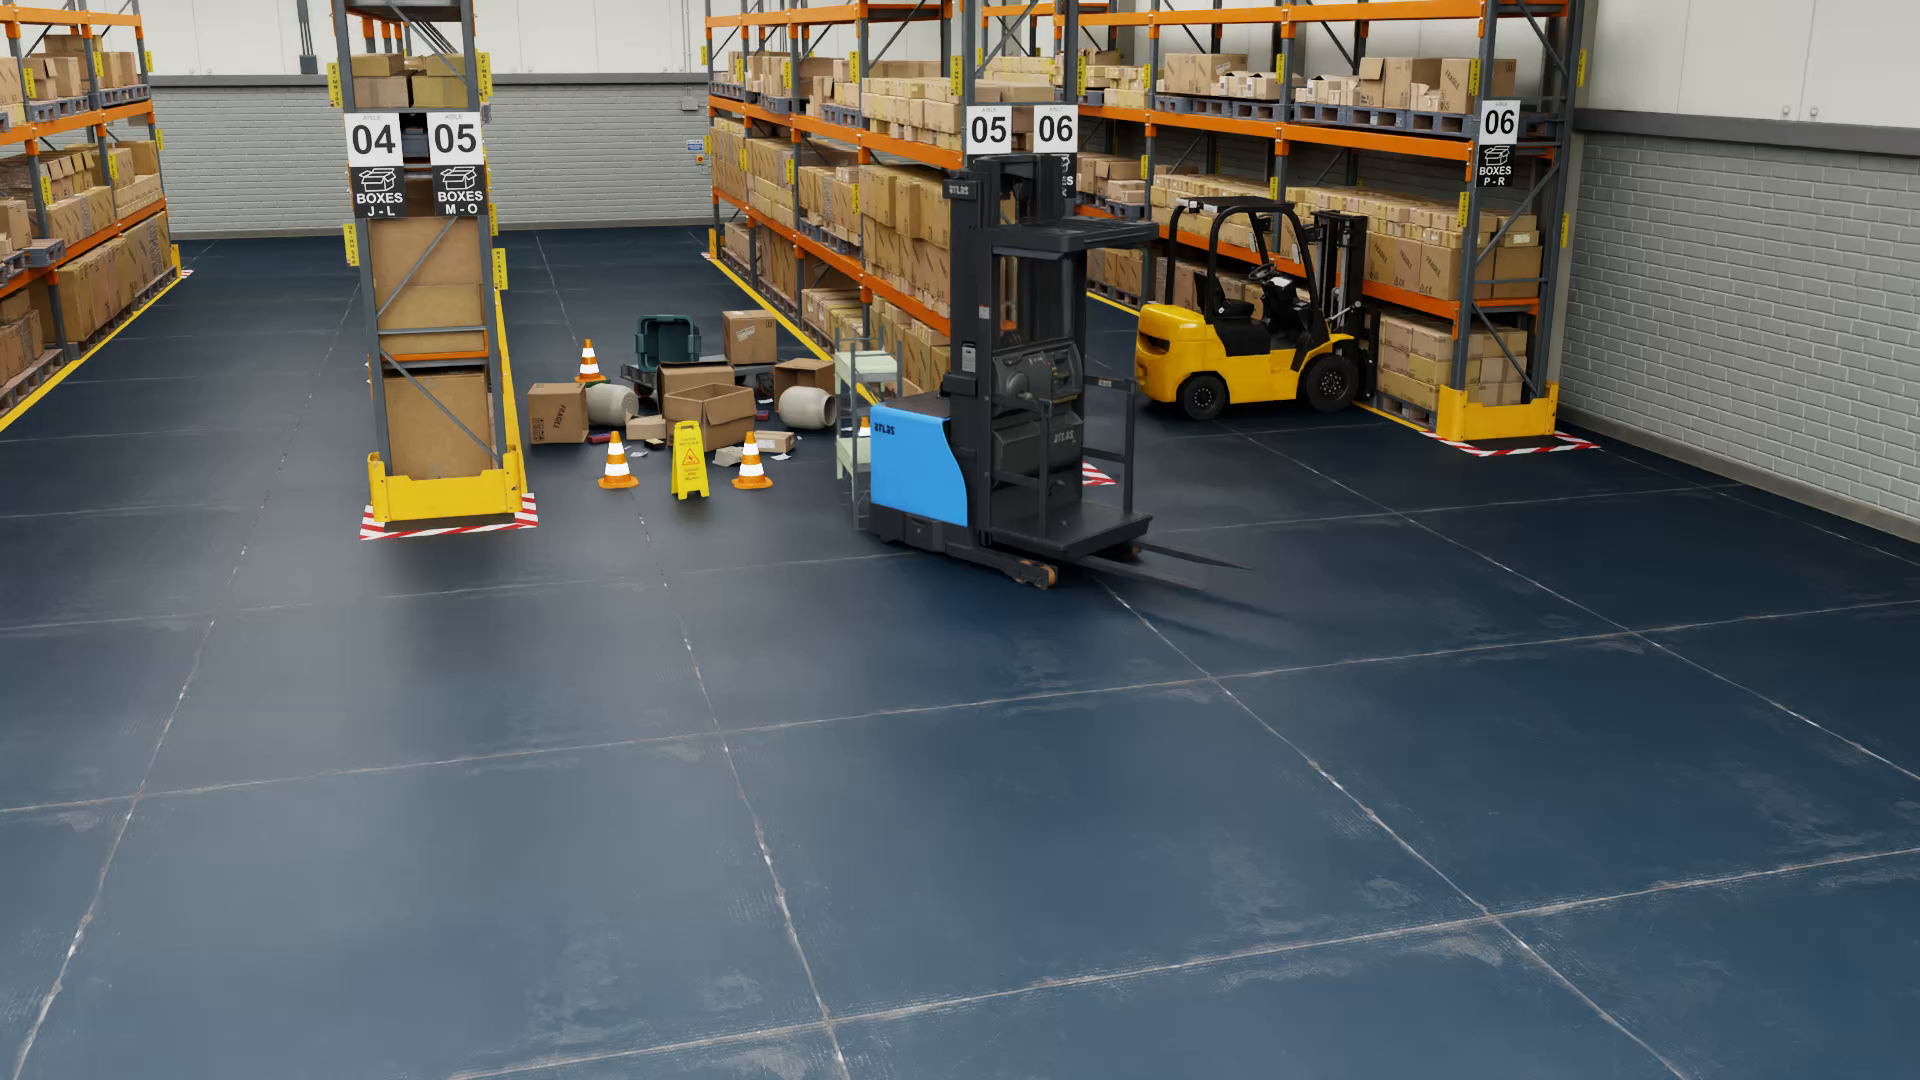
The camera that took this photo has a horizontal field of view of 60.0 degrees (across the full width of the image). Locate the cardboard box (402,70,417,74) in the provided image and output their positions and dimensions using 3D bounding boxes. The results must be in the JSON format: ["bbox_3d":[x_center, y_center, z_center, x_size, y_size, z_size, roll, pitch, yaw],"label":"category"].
[{"bbox_3d":[-5.317,-4.242,15.487,0.500,0.250,0.500,-5,17,-16],"label":"cardboard box"}]

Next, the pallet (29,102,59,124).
[{"bbox_3d":[-11.446,-5.045,19.649,1.213,0.211,1.003,-4,17,-13],"label":"pallet"}]

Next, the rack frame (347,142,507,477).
[{"bbox_3d":[-4.223,-1.677,13.320,1.000,3.000,0.127,-5,17,-15],"label":"rack frame"}]

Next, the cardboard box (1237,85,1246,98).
[{"bbox_3d":[3.587,-5.441,20.171,0.380,0.149,0.250,-5,17,-15],"label":"cardboard box"}]

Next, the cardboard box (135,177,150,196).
[{"bbox_3d":[-12.749,-5.415,25.507,0.500,0.250,0.500,-5,18,-17],"label":"cardboard box"}]

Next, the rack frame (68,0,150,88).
[{"bbox_3d":[-13.417,-8.611,25.978,1.000,3.000,0.127,-5,17,-15],"label":"rack frame"}]

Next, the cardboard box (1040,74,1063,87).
[{"bbox_3d":[1.609,-7.430,27.001,0.500,0.250,0.500,-5,17,-15],"label":"cardboard box"}]

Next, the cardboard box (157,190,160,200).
[{"bbox_3d":[-12.929,-5.474,26.397,0.380,0.149,0.250,-5,17,-15],"label":"cardboard box"}]

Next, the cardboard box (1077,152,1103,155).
[{"bbox_3d":[1.900,-5.906,26.497,0.700,0.500,0.500,-4,17,-14],"label":"cardboard box"}]

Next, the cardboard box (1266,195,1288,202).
[{"bbox_3d":[3.874,-4.031,19.857,0.380,0.149,0.250,-4,17,-13],"label":"cardboard box"}]

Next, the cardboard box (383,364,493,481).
[{"bbox_3d":[-4.473,-1.043,14.172,0.875,0.875,0.875,-5,17,-15],"label":"cardboard box"}]

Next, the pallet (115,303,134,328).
[{"bbox_3d":[-12.033,-3.089,22.868,1.003,0.211,1.213,-5,17,-15],"label":"pallet"}]

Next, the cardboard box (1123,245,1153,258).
[{"bbox_3d":[2.598,-4.207,24.229,0.380,0.149,0.250,-6,18,-18],"label":"cardboard box"}]

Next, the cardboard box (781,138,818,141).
[{"bbox_3d":[-2.425,-5.838,25.262,0.500,0.500,0.500,-4,17,-13],"label":"cardboard box"}]

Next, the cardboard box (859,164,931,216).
[{"bbox_3d":[-0.678,-3.733,17.736,0.700,0.500,0.500,-5,17,-16],"label":"cardboard box"}]

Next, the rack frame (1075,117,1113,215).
[{"bbox_3d":[1.983,-5.809,27.076,1.000,3.000,0.127,-5,17,-15],"label":"rack frame"}]

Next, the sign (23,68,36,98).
[{"bbox_3d":[-10.696,-5.252,19.109,0.100,0.325,0.005,-5,17,-15],"label":"sign"}]

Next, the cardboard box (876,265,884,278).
[{"bbox_3d":[-0.693,-2.904,17.842,0.380,0.149,0.250,-4,17,-14],"label":"cardboard box"}]

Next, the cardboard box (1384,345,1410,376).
[{"bbox_3d":[4.719,-1.863,17.119,0.500,0.250,0.500,-5,17,-16],"label":"cardboard box"}]

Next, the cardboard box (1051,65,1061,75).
[{"bbox_3d":[1.643,-7.399,26.172,0.380,0.149,0.250,-4,17,-14],"label":"cardboard box"}]

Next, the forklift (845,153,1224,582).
[{"bbox_3d":[0.522,-1.277,12.110,3.031,2.935,1.130,15,22,40],"label":"forklift"}]

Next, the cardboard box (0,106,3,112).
[{"bbox_3d":[-10.567,-4.503,17.774,0.500,0.250,0.500,-4,17,-14],"label":"cardboard box"}]

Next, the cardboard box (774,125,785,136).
[{"bbox_3d":[-2.712,-6.430,26.105,0.380,0.149,0.250,-4,17,-14],"label":"cardboard box"}]

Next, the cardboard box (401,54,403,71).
[{"bbox_3d":[-5.408,-4.462,15.526,0.380,0.149,0.250,-5,17,-16],"label":"cardboard box"}]

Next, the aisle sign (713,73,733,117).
[{"bbox_3d":[-4.187,-7.764,29.065,0.394,0.787,0.004,-5,17,-15],"label":"aisle sign"}]

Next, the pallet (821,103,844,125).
[{"bbox_3d":[-0.946,-5.015,19.545,1.213,0.211,1.003,-5,17,-15],"label":"pallet"}]

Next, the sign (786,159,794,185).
[{"bbox_3d":[-2.222,-4.819,21.767,0.100,0.325,0.005,-5,17,-15],"label":"sign"}]

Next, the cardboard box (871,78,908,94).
[{"bbox_3d":[-0.718,-4.718,17.281,0.380,0.149,0.250,-4,17,-14],"label":"cardboard box"}]

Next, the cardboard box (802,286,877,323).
[{"bbox_3d":[-1.544,-3.094,21.877,0.950,0.372,0.625,-6,18,-19],"label":"cardboard box"}]

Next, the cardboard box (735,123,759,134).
[{"bbox_3d":[-3.397,-6.599,26.667,0.380,0.149,0.250,-5,17,-16],"label":"cardboard box"}]

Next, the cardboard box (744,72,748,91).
[{"bbox_3d":[-2.988,-6.823,24.740,0.396,0.266,0.258,-5,17,-16],"label":"cardboard box"}]

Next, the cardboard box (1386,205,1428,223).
[{"bbox_3d":[4.608,-3.347,17.062,0.380,0.149,0.250,-4,17,-14],"label":"cardboard box"}]

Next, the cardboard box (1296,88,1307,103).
[{"bbox_3d":[4.012,-5.013,18.746,0.380,0.149,0.250,-4,17,-14],"label":"cardboard box"}]

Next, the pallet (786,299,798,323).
[{"bbox_3d":[-1.834,-3.197,23.229,1.003,0.211,1.213,-5,17,-15],"label":"pallet"}]

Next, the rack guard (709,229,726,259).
[{"bbox_3d":[-3.895,-5.331,29.831,1.175,0.500,0.348,-5,17,-15],"label":"rack guard"}]

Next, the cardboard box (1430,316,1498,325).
[{"bbox_3d":[5.189,-2.138,17.168,0.500,0.250,0.500,-5,17,-15],"label":"cardboard box"}]

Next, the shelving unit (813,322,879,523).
[{"bbox_3d":[-0.929,-0.971,13.578,0.431,1.500,0.755,-4,17,-12],"label":"shelving unit"}]

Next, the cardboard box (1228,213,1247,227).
[{"bbox_3d":[3.652,-4.021,20.515,0.500,0.250,0.500,-5,17,-17],"label":"cardboard box"}]

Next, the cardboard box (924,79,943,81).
[{"bbox_3d":[-0.163,-4.685,17.172,0.380,0.149,0.250,-4,17,-14],"label":"cardboard box"}]

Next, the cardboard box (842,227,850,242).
[{"bbox_3d":[-1.158,-3.547,19.251,0.380,0.149,0.250,-5,17,-16],"label":"cardboard box"}]

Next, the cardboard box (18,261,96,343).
[{"bbox_3d":[-11.388,-2.901,20.360,1.225,0.875,0.875,-6,18,-18],"label":"cardboard box"}]

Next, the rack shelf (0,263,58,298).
[{"bbox_3d":[-10.669,-2.628,17.736,1.077,0.370,4.000,-5,17,-15],"label":"rack shelf"}]

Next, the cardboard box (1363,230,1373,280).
[{"bbox_3d":[4.469,-3.077,17.807,0.500,0.500,0.500,-5,17,-15],"label":"cardboard box"}]

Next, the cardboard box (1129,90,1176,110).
[{"bbox_3d":[2.707,-6.190,23.391,0.500,0.250,0.500,-5,18,-17],"label":"cardboard box"}]

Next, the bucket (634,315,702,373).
[{"bbox_3d":[-3.068,-2.088,17.737,0.726,0.611,0.620,1,7,4],"label":"bucket"}]

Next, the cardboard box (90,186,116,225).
[{"bbox_3d":[-11.926,-4.572,22.784,0.500,0.500,0.500,-5,17,-15],"label":"cardboard box"}]

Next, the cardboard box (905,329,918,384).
[{"bbox_3d":[-0.241,-1.825,16.558,0.500,0.500,0.500,-5,17,-17],"label":"cardboard box"}]

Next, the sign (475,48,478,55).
[{"bbox_3d":[-6.988,-6.914,23.957,0.100,0.325,0.005,-5,17,-15],"label":"sign"}]

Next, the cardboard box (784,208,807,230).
[{"bbox_3d":[-2.078,-4.356,22.501,0.500,0.250,0.500,-5,18,-17],"label":"cardboard box"}]

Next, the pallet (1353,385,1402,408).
[{"bbox_3d":[4.698,-1.699,18.241,1.003,0.211,1.213,-5,17,-15],"label":"pallet"}]

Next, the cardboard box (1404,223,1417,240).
[{"bbox_3d":[4.747,-3.136,16.877,0.380,0.149,0.250,-5,17,-16],"label":"cardboard box"}]

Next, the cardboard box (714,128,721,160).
[{"bbox_3d":[-3.881,-6.751,28.300,0.500,0.500,0.500,-5,17,-17],"label":"cardboard box"}]

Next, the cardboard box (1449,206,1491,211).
[{"bbox_3d":[5.214,-3.317,16.962,0.380,0.149,0.250,-5,17,-15],"label":"cardboard box"}]

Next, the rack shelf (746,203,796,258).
[{"bbox_3d":[-2.239,-4.517,24.028,1.077,0.370,4.000,-5,17,-15],"label":"rack shelf"}]

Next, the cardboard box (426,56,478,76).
[{"bbox_3d":[-4.009,-3.741,13.126,0.380,0.149,0.250,-5,17,-15],"label":"cardboard box"}]
